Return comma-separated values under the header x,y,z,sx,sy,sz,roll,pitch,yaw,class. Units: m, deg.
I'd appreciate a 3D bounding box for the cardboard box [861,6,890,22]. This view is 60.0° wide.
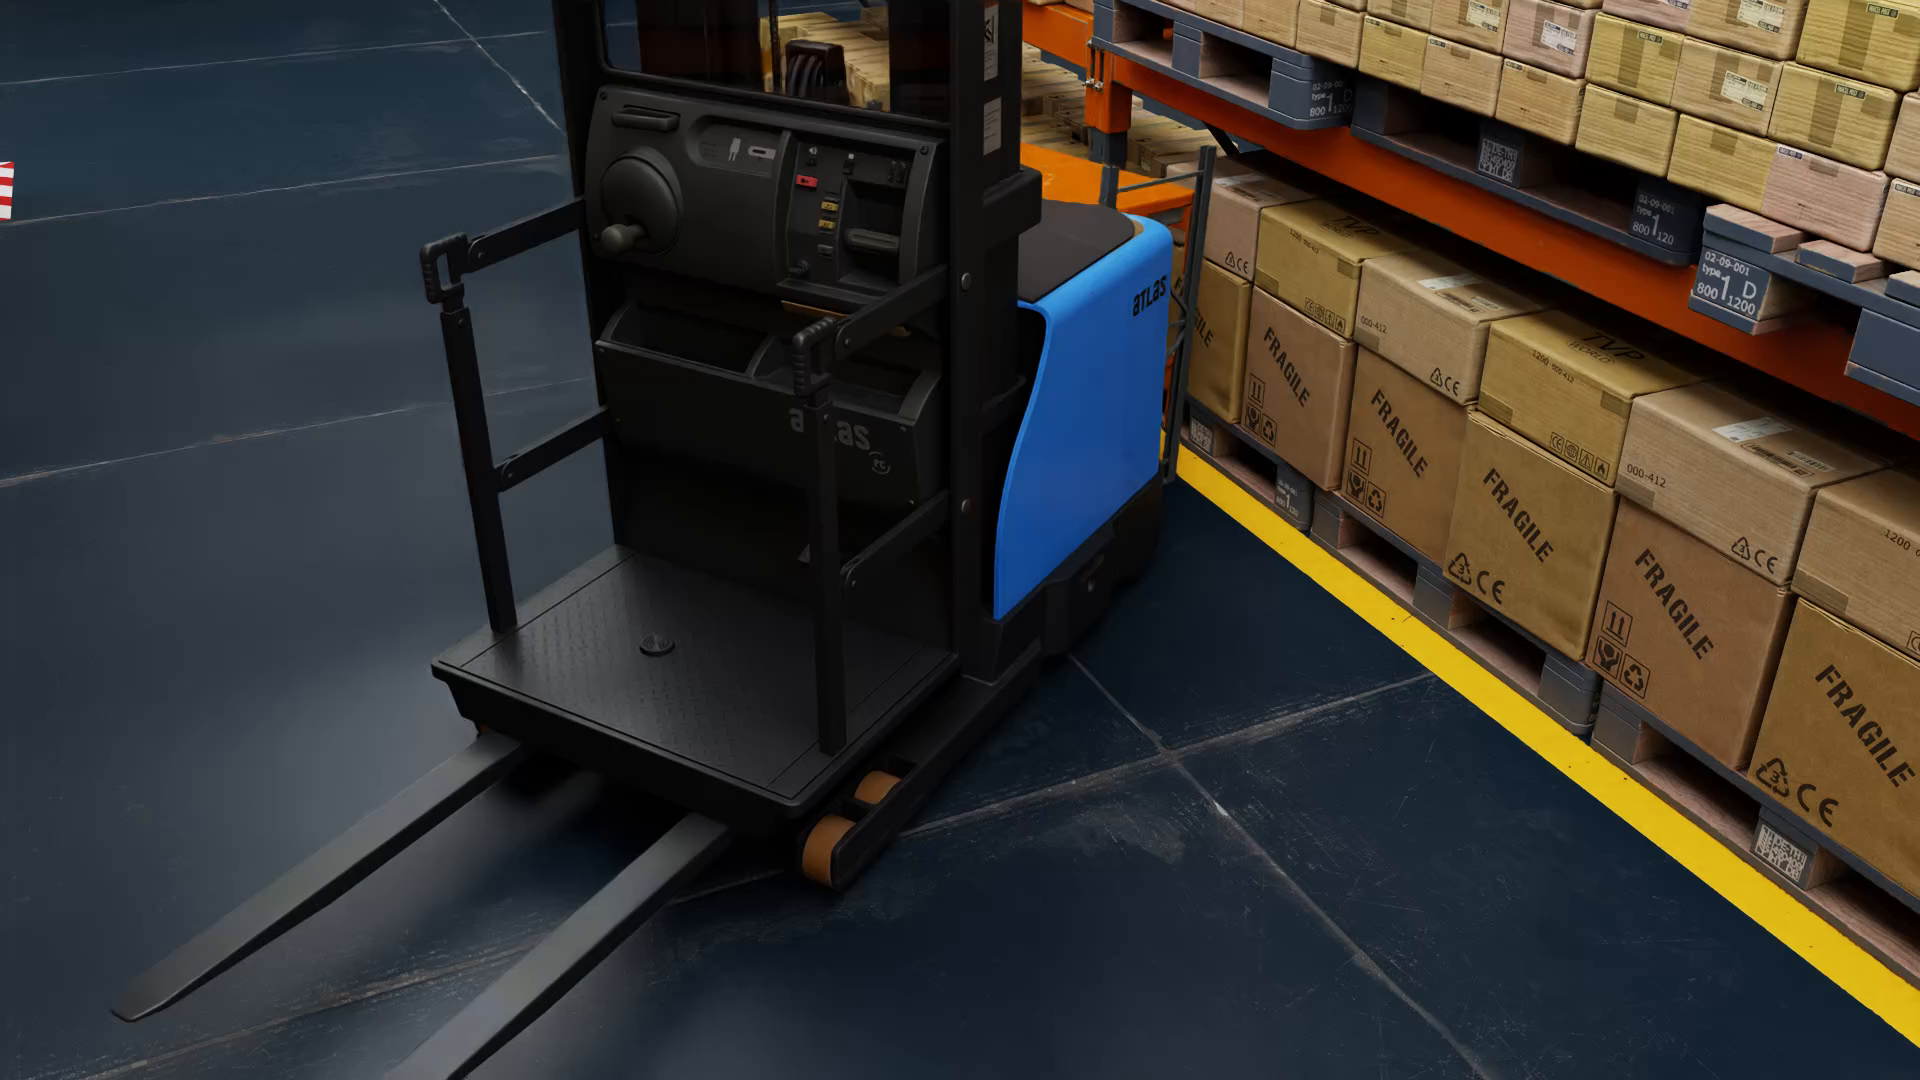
x,y,z,sx,sy,sz,roll,pitch,yaw,class
-0.320,-2.831,9.108,0.380,0.149,0.250,-13,32,-21,cardboard box

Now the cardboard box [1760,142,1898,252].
x,y,z,sx,sy,sz,roll,pitch,yaw,class
1.816,-0.697,3.253,0.380,0.149,0.250,-13,32,-21,cardboard box

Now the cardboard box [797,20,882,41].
x,y,z,sx,sy,sz,roll,pitch,yaw,class
-0.631,-2.612,8.718,0.380,0.149,0.250,-12,32,-21,cardboard box

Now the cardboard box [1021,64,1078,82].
x,y,z,sx,sy,sz,roll,pitch,yaw,class
0.333,-2.136,7.869,0.380,0.149,0.250,-13,32,-22,cardboard box

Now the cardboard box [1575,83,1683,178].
x,y,z,sx,sy,sz,roll,pitch,yaw,class
1.595,-0.926,3.662,0.380,0.149,0.250,-15,32,-24,cardboard box

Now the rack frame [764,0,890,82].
x,y,z,sx,sy,sz,roll,pitch,yaw,class
-0.776,-3.812,8.981,1.000,3.000,0.127,-13,32,-22,rack frame

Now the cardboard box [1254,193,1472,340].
x,y,z,sx,sy,sz,roll,pitch,yaw,class
1.251,-0.849,5.056,0.500,0.250,0.500,-12,32,-21,cardboard box

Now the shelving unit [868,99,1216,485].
x,y,z,sx,sy,sz,roll,pitch,yaw,class
0.213,-0.820,5.522,0.538,1.125,1.048,-21,35,-40,shelving unit

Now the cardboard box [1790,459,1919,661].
x,y,z,sx,sy,sz,roll,pitch,yaw,class
2.128,0.055,3.445,0.500,0.250,0.500,-14,32,-23,cardboard box

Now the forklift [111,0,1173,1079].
x,y,z,sx,sy,sz,roll,pitch,yaw,class
-0.572,-0.737,3.567,1.130,2.935,3.031,16,33,26,forklift

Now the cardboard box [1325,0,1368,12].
x,y,z,sx,sy,sz,roll,pitch,yaw,class
1.149,-1.517,4.411,0.380,0.149,0.250,-12,31,-20,cardboard box

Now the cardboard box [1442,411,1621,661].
x,y,z,sx,sy,sz,roll,pitch,yaw,class
1.679,-0.067,4.429,0.500,0.500,0.500,-15,32,-24,cardboard box

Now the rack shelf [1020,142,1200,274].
x,y,z,sx,sy,sz,roll,pitch,yaw,class
0.229,-1.082,5.392,0.538,0.278,1.000,-21,35,-40,rack shelf

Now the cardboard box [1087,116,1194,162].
x,y,z,sx,sy,sz,roll,pitch,yaw,class
0.763,-1.676,7.048,0.380,0.149,0.250,-14,32,-23,cardboard box

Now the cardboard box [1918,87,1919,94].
x,y,z,sx,sy,sz,roll,pitch,yaw,class
1.929,-0.843,2.906,0.380,0.149,0.250,-13,32,-23,cardboard box

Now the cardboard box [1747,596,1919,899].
x,y,z,sx,sy,sz,roll,pitch,yaw,class
2.140,0.393,3.608,0.500,0.500,0.500,-13,32,-22,cardboard box

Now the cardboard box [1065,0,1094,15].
x,y,z,sx,sy,sz,roll,pitch,yaw,class
0.608,-2.013,6.029,0.380,0.149,0.250,-13,32,-23,cardboard box

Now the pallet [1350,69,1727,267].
x,y,z,sx,sy,sz,roll,pitch,yaw,class
1.772,-1.060,4.270,1.003,0.211,1.213,-13,32,-22,pallet

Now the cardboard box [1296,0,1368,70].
x,y,z,sx,sy,sz,roll,pitch,yaw,class
1.140,-1.392,4.493,0.380,0.149,0.250,-15,32,-24,cardboard box

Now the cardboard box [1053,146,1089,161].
x,y,z,sx,sy,sz,roll,pitch,yaw,class
0.408,-1.451,6.649,0.380,0.149,0.250,-13,32,-21,cardboard box

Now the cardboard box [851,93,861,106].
x,y,z,sx,sy,sz,roll,pitch,yaw,class
-0.319,-2.140,8.182,0.380,0.149,0.250,-15,32,-24,cardboard box

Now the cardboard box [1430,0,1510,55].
x,y,z,sx,sy,sz,roll,pitch,yaw,class
1.369,-1.287,4.002,0.380,0.149,0.250,-14,32,-23,cardboard box

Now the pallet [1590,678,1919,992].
x,y,z,sx,sy,sz,roll,pitch,yaw,class
2.325,0.593,3.977,1.003,0.211,1.213,-13,32,-22,pallet

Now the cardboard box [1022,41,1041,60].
x,y,z,sx,sy,sz,roll,pitch,yaw,class
0.182,-2.385,8.314,0.380,0.149,0.250,-12,31,-20,cardboard box

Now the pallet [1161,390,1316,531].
x,y,z,sx,sy,sz,roll,pitch,yaw,class
1.277,-0.485,5.900,1.003,0.211,1.213,-13,32,-22,pallet

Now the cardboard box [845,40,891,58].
x,y,z,sx,sy,sz,roll,pitch,yaw,class
-0.457,-2.382,8.308,0.380,0.149,0.250,-15,32,-24,cardboard box

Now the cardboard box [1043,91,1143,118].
x,y,z,sx,sy,sz,roll,pitch,yaw,class
0.595,-1.916,7.476,0.380,0.149,0.250,-12,32,-21,cardboard box

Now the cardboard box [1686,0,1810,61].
x,y,z,sx,sy,sz,roll,pitch,yaw,class
1.698,-1.076,3.321,0.380,0.149,0.250,-12,31,-21,cardboard box

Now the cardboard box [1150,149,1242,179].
x,y,z,sx,sy,sz,roll,pitch,yaw,class
0.981,-1.440,6.628,0.380,0.149,0.250,-12,31,-20,cardboard box

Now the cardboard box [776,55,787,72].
x,y,z,sx,sy,sz,roll,pitch,yaw,class
-0.783,-2.596,8.994,0.380,0.149,0.250,-12,31,-20,cardboard box

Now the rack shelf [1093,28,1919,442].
x,y,z,sx,sy,sz,roll,pitch,yaw,class
1.800,-0.848,4.431,1.077,0.370,4.000,-13,32,-22,rack shelf

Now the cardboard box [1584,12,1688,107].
x,y,z,sx,sy,sz,roll,pitch,yaw,class
1.592,-1.058,3.594,0.380,0.149,0.250,-13,32,-22,cardboard box

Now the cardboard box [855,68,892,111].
x,y,z,sx,sy,sz,roll,pitch,yaw,class
-0.275,-2.131,7.861,0.380,0.149,0.250,-13,32,-21,cardboard box

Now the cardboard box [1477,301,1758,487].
x,y,z,sx,sy,sz,roll,pitch,yaw,class
1.698,-0.394,4.245,0.500,0.250,0.500,-12,32,-21,cardboard box

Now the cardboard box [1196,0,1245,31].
x,y,z,sx,sy,sz,roll,pitch,yaw,class
0.923,-1.616,4.892,0.380,0.149,0.250,-13,32,-22,cardboard box

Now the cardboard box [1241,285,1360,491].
x,y,z,sx,sy,sz,roll,pitch,yaw,class
1.248,-0.523,5.241,0.500,0.500,0.500,-12,31,-20,cardboard box

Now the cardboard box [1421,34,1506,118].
x,y,z,sx,sy,sz,roll,pitch,yaw,class
1.366,-1.161,4.080,0.380,0.149,0.250,-15,32,-24,cardboard box

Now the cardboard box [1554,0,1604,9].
x,y,z,sx,sy,sz,roll,pitch,yaw,class
1.481,-1.303,3.726,0.380,0.149,0.250,-12,31,-20,cardboard box

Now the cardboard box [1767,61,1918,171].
x,y,z,sx,sy,sz,roll,pitch,yaw,class
1.804,-0.837,3.200,0.380,0.149,0.250,-12,32,-21,cardboard box

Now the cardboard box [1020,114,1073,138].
x,y,z,sx,sy,sz,roll,pitch,yaw,class
0.254,-1.691,7.076,0.380,0.149,0.250,-12,31,-20,cardboard box

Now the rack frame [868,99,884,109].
x,y,z,sx,sy,sz,roll,pitch,yaw,class
-0.143,-0.999,5.838,0.500,1.125,0.032,-21,35,-40,rack frame
